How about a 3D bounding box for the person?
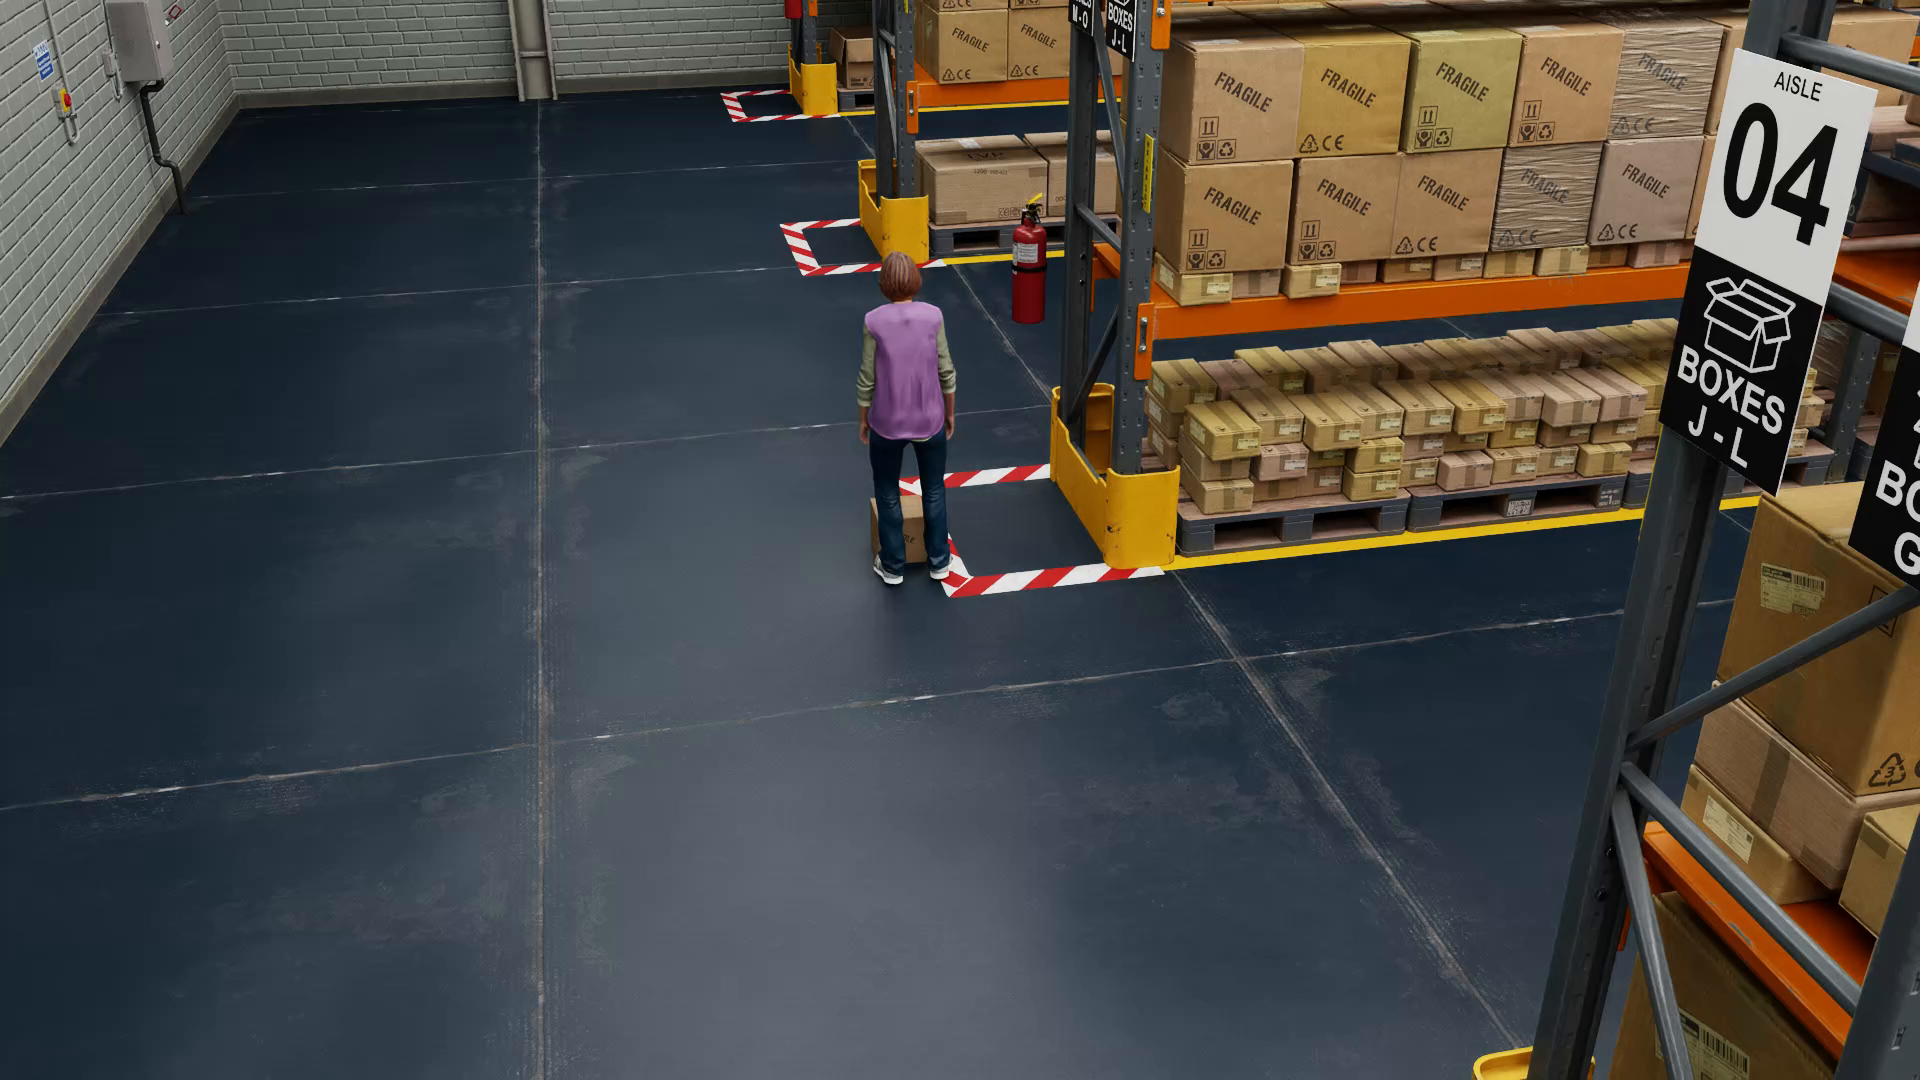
[{"bbox_3d":[-0.246,-0.537,7.680,0.459,1.591,0.348,-4,27,-8],"label":"person"}]
